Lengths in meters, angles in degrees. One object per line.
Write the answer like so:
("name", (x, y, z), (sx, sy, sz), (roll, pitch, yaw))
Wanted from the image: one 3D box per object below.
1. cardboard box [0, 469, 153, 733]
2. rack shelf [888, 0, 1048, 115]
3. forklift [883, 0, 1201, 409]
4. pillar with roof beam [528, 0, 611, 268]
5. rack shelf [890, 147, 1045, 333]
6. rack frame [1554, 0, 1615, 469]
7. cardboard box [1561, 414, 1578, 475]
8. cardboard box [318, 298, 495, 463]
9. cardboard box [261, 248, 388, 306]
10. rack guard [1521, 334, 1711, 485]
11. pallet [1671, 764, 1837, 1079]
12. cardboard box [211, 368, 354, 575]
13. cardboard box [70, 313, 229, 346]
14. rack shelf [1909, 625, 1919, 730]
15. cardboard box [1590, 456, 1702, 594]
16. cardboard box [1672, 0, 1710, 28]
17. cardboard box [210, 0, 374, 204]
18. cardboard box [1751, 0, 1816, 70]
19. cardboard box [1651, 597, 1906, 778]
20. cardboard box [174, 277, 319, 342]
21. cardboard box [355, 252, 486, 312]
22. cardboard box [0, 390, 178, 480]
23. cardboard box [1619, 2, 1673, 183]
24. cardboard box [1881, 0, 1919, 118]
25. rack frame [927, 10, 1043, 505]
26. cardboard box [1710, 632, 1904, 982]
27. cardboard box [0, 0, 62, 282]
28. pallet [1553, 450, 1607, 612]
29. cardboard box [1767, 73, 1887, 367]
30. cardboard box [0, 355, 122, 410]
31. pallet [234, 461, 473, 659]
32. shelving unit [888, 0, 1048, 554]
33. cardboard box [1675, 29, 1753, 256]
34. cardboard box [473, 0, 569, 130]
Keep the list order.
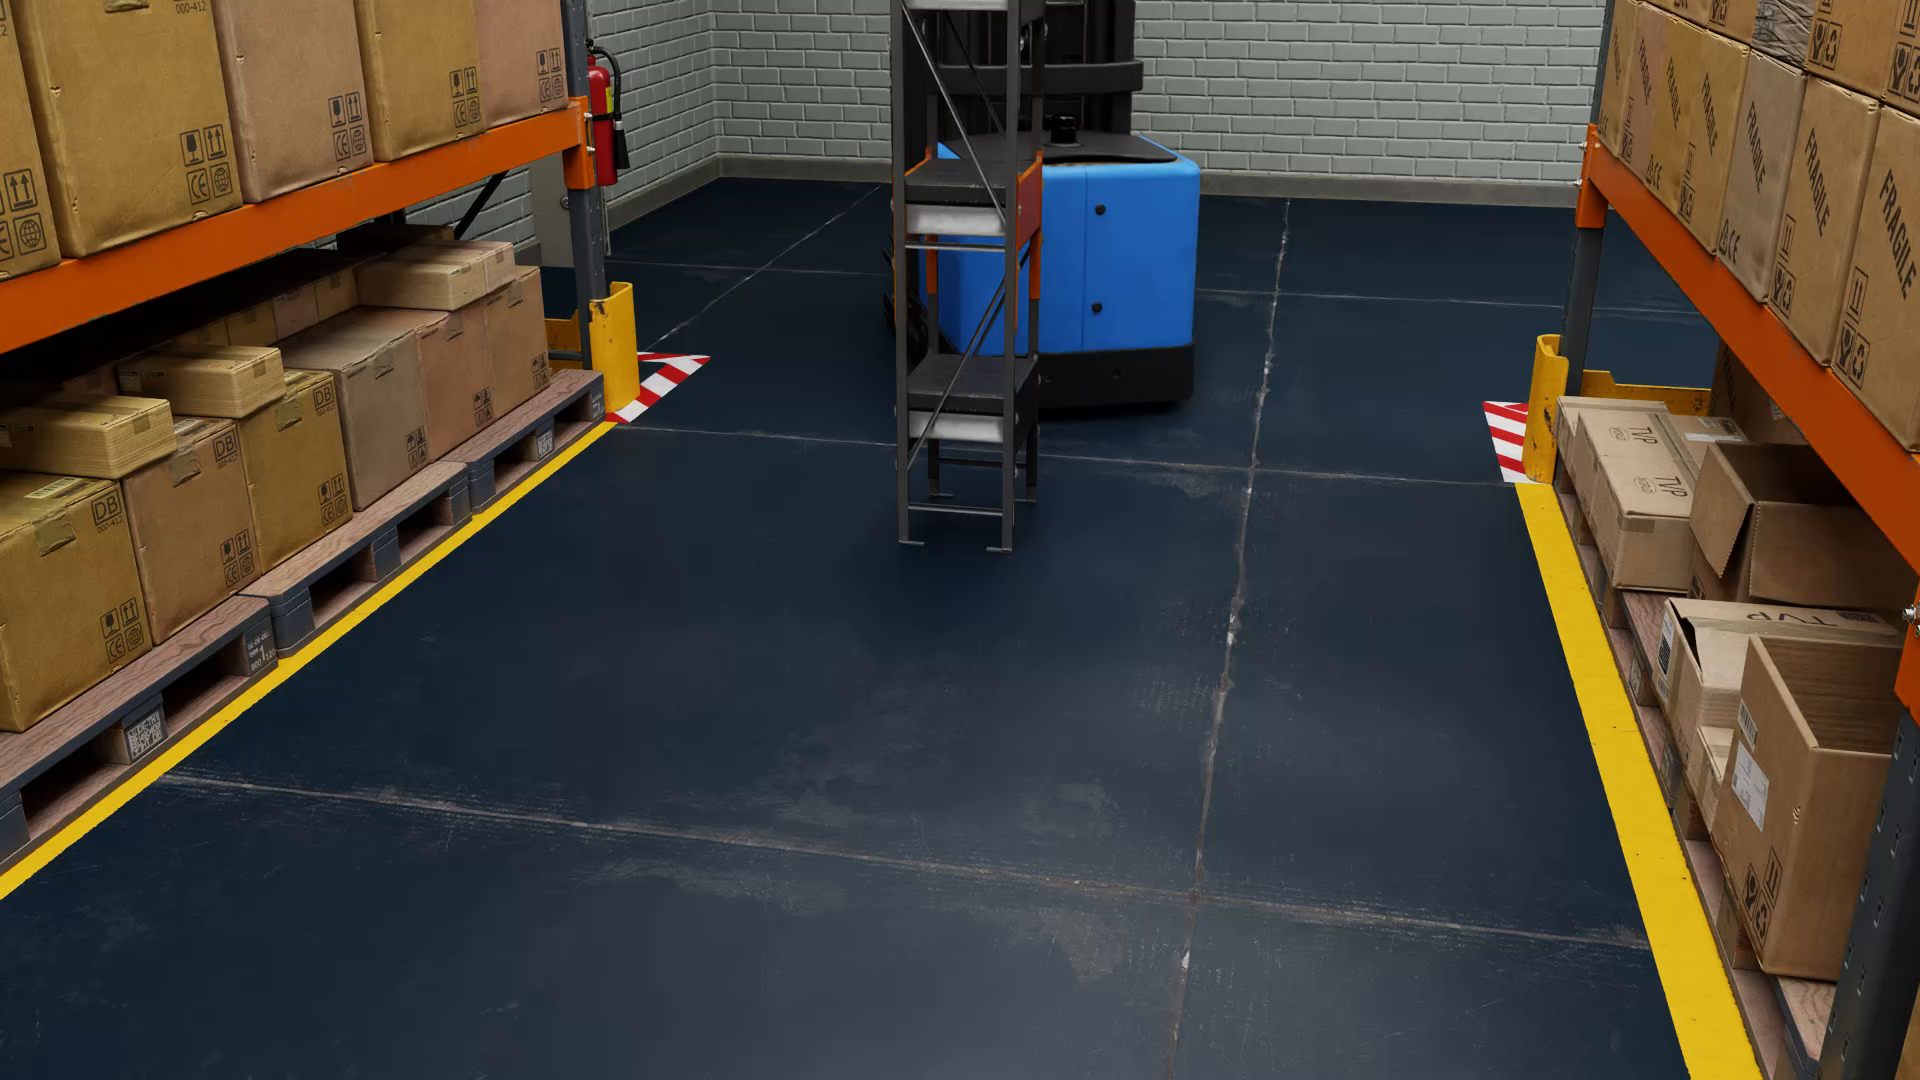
("cardboard box", (-2.601, 0.128, 4.304), (0.700, 0.500, 0.500), (5, 22, 12))
("rack shelf", (0.034, -1.671, 5.355), (0.431, 0.518, 0.480), (4, 22, 11))
("forklift", (0.220, -2.413, 7.923), (1.130, 2.935, 3.031), (-4, 22, -10))
("pillar with roof beam", (1.881, -5.542, 7.568), (9.100, 9.000, 0.400), (4, 22, 11))
("rack shelf", (0.034, -1.022, 5.617), (0.431, 0.518, 0.480), (4, 22, 11))
("rack frame", (2.813, -1.658, 5.954), (1.000, 3.000, 0.127), (4, 22, 11))
("cardboard box", (2.340, -0.329, 5.859), (0.380, 0.166, 0.250), (4, 22, 11))
("cardboard box", (-2.184, -0.622, 6.168), (0.700, 0.500, 0.500), (4, 22, 11))
("cardboard box", (-2.355, -0.982, 6.192), (0.380, 0.149, 0.250), (5, 22, 11))
("rack guard", (2.797, -0.470, 6.352), (1.175, 0.500, 0.348), (4, 22, 11))
("pallet", (2.138, 0.848, 3.466), (1.003, 0.211, 1.213), (4, 22, 11))
("cardboard box", (-2.388, -0.243, 5.225), (0.700, 0.500, 0.500), (5, 22, 12))
("cardboard box", (-2.562, -0.611, 5.271), (0.380, 0.149, 0.250), (4, 22, 10))
("rack shelf", (1.589, 0.870, 0.640), (1.077, 0.370, 4.000), (4, 22, 11))
("cardboard box", (2.220, -0.043, 5.037), (0.500, 0.250, 0.500), (4, 22, 11))
("cardboard box", (2.258, -1.651, 4.466), (0.500, 0.500, 0.500), (5, 22, 12))
("cardboard box", (-2.434, -1.441, 5.014), (0.980, 0.700, 0.700), (3, 22, 8))
("cardboard box", (2.051, -1.281, 3.548), (0.500, 0.500, 0.500), (5, 22, 11))
("cardboard box", (1.988, 0.344, 3.994), (0.500, 0.311, 0.500), (4, 22, 11))
("cardboard box", (-2.458, -0.797, 5.734), (0.380, 0.149, 0.250), (5, 22, 12))
("cardboard box", (-1.981, -0.952, 6.118), (0.380, 0.149, 0.250), (5, 22, 12))
("cardboard box", (-2.352, -0.284, 4.459), (0.380, 0.149, 0.250), (5, 23, 13))
("cardboard box", (2.364, -1.373, 5.113), (0.500, 0.500, 0.500), (4, 22, 10))
("cardboard box", (1.847, -0.910, 2.624), (0.500, 0.500, 0.500), (5, 22, 11))
("rack frame", (0.084, -1.124, 5.833), (0.400, 2.100, 0.015), (4, 22, 11))
("cardboard box", (1.835, 0.531, 3.278), (0.500, 0.500, 0.500), (4, 22, 11))
("cardboard box", (-2.727, -0.907, 3.689), (0.980, 0.700, 0.700), (5, 22, 12))
("pallet", (2.636, -0.044, 5.682), (1.003, 0.211, 1.213), (4, 22, 11))
("cardboard box", (1.951, -0.632, 3.274), (0.500, 0.500, 0.500), (5, 22, 12))
("cardboard box", (-2.666, -0.424, 4.807), (0.380, 0.149, 0.250), (4, 22, 9))
("pallet", (-2.375, 0.003, 5.564), (1.003, 0.211, 1.213), (4, 22, 11))
("shelving unit", (0.034, -1.035, 5.612), (0.431, 2.100, 0.503), (4, 22, 11))
("cardboard box", (2.155, -1.007, 4.204), (0.500, 0.500, 0.500), (5, 22, 12))
("cardboard box", (-2.132, -1.986, 6.367), (0.980, 0.700, 0.700), (5, 23, 13))
